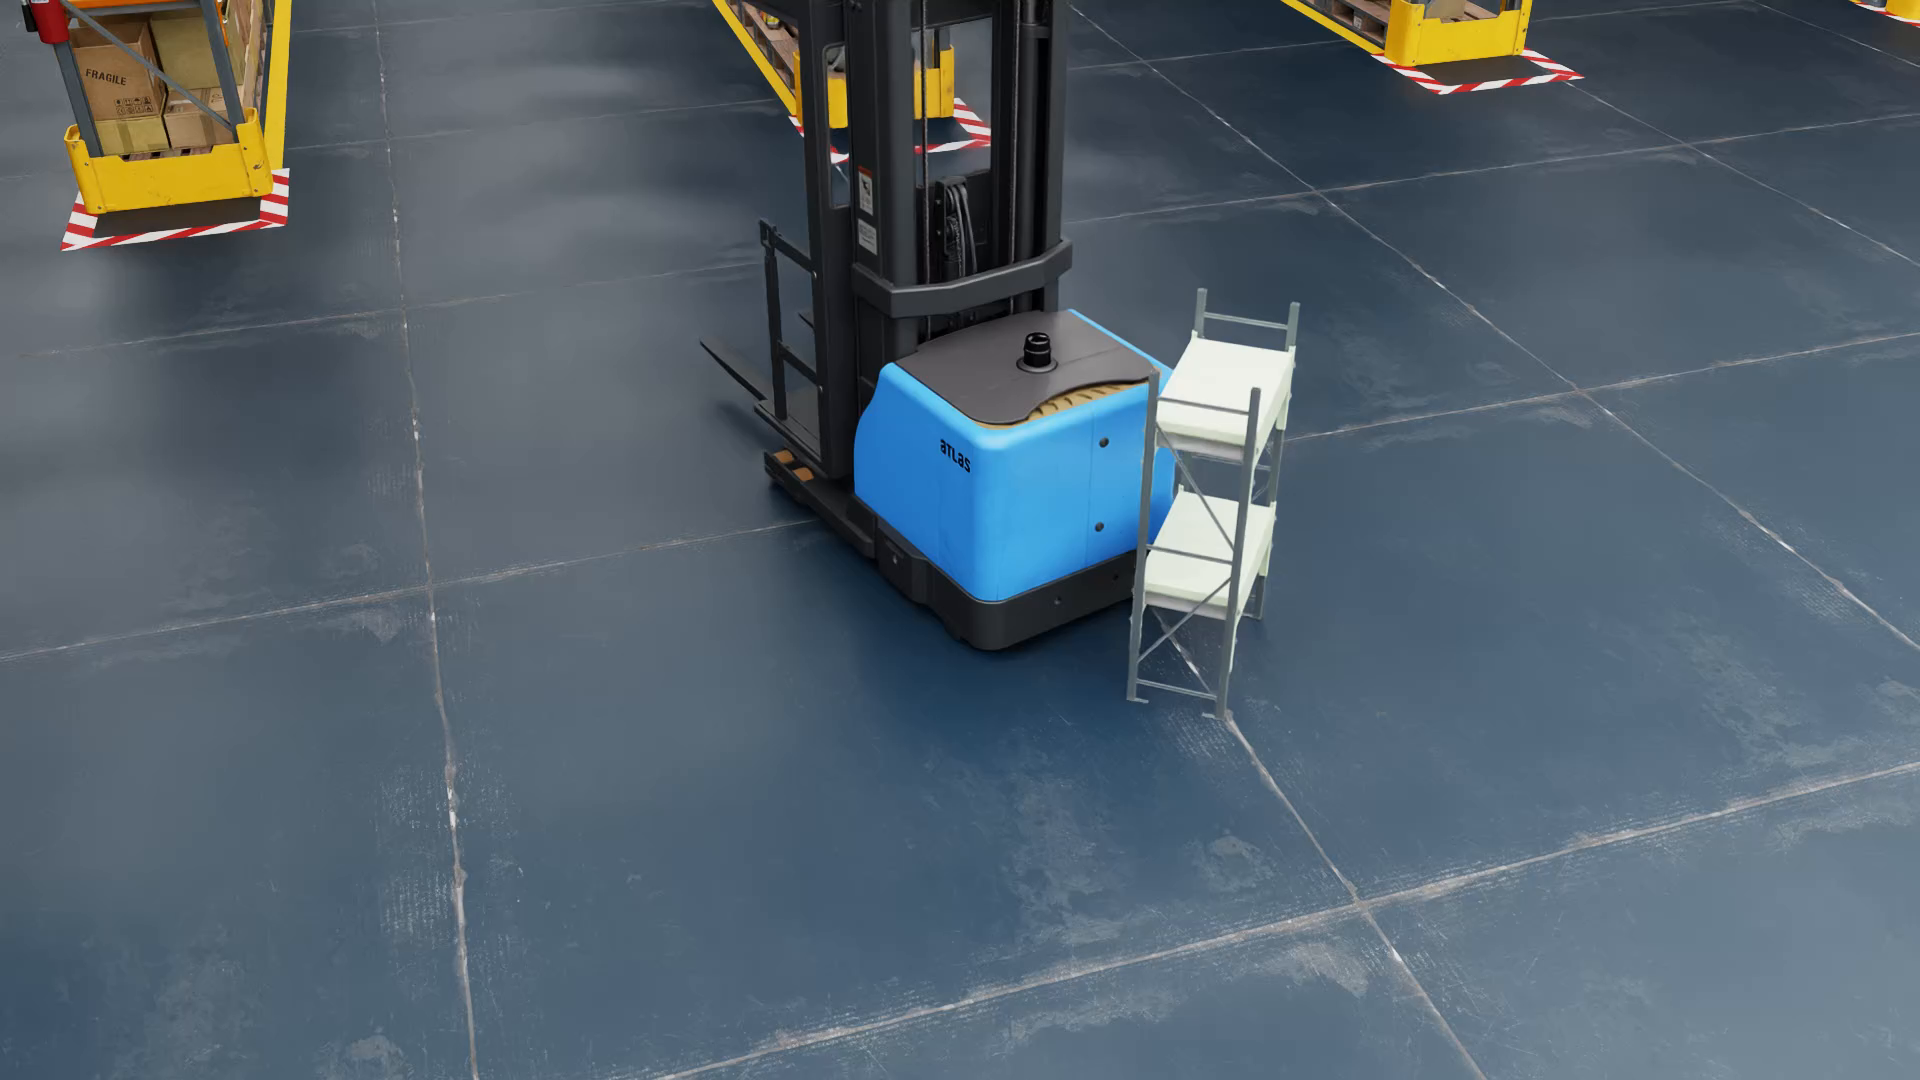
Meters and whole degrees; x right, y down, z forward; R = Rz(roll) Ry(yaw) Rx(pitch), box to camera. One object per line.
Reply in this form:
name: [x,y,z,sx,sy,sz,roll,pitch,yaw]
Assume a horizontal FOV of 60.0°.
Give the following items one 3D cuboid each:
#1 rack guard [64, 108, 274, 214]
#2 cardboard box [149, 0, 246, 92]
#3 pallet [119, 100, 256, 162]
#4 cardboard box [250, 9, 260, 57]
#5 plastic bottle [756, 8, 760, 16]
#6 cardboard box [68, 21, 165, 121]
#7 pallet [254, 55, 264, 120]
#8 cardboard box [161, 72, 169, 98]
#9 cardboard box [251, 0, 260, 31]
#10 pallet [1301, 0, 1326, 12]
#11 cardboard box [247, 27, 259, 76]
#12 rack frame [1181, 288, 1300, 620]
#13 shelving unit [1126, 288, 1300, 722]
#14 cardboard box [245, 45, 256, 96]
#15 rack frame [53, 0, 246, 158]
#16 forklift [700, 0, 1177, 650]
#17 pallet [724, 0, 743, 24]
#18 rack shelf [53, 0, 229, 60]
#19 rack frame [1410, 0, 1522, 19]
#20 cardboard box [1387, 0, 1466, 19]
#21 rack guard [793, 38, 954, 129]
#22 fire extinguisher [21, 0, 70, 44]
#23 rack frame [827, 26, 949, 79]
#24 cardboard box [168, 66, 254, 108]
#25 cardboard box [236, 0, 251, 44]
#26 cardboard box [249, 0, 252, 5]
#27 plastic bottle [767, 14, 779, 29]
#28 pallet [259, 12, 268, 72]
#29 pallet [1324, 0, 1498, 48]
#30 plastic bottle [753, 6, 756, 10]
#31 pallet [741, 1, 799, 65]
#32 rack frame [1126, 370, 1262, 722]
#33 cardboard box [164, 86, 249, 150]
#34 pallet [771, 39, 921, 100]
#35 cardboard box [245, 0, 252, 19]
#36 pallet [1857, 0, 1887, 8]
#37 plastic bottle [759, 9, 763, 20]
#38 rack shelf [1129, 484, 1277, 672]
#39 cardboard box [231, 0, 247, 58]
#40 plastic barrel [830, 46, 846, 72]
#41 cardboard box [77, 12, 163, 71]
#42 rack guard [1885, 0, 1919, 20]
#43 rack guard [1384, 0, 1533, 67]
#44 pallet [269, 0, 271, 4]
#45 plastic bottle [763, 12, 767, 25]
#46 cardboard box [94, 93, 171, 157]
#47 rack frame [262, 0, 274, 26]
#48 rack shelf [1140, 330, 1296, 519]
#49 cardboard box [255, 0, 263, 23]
rack guard: [-5.283,-2.548,11.152,1.175,0.500,0.348,-10,35,-15]
cardboard box: [-5.397,-3.525,11.797,0.500,0.500,0.500,-10,35,-15]
pallet: [-5.564,-2.834,11.848,1.003,0.211,1.213,-10,35,-15]
cardboard box: [-5.852,-4.001,13.197,0.500,0.250,0.500,-10,35,-15]
plastic bottle: [-1.643,-4.582,14.035,0.152,0.276,0.135,-11,35,-16]
cardboard box: [-5.738,-3.176,11.268,0.500,0.500,0.500,-10,35,-15]
pallet: [-5.932,-3.474,12.816,1.003,0.211,1.213,-10,35,-15]
cardboard box: [-5.900,-3.124,11.870,0.500,0.250,0.500,-10,35,-15]
cardboard box: [-6.018,-4.261,13.590,0.500,0.250,0.500,-10,35,-15]
pallet: [3.539,-5.216,15.452,1.003,0.211,1.213,-10,35,-15]
cardboard box: [-5.698,-3.738,12.799,0.500,0.250,0.500,-10,35,-15]
rack frame: [1.120,-0.320,6.873,0.400,1.500,0.023,11,35,17]
shelving unit: [0.994,-0.130,6.587,0.431,1.500,0.755,11,35,17]
cardboard box: [-5.551,-3.475,12.401,0.500,0.250,0.500,-10,35,-15]
rack frame: [-5.291,-3.603,10.482,1.000,3.000,0.127,-10,35,-15]
forklift: [-0.298,-1.536,7.416,1.130,2.935,3.031,-20,38,-27]
pallet: [-1.627,-5.011,15.143,1.003,0.211,1.213,-10,35,-15]
rack shelf: [-5.901,-4.353,12.270,1.077,0.370,4.000,-10,35,-15]
rack frame: [4.145,-5.267,13.000,1.000,3.000,0.127,-10,35,-15]
cardboard box: [3.970,-4.730,14.074,0.500,0.500,0.500,-4,34,-6]
rack guard: [-0.640,-3.423,12.477,1.175,0.500,0.348,-10,35,-15]
fire extinguisher: [-5.697,-3.431,10.291,0.296,0.674,0.183,-10,35,-15]
rack frame: [-0.572,-4.434,11.740,1.000,3.000,0.127,-10,35,-15]
cardboard box: [-5.398,-3.212,12.004,0.500,0.250,0.500,-10,35,-15]
cardboard box: [-5.697,-4.051,12.593,0.500,0.500,0.500,-10,35,-15]
cardboard box: [-6.020,-4.573,13.383,0.500,0.500,0.500,-10,35,-15]
plastic bottle: [-1.550,-4.341,13.738,0.097,0.201,0.097,0,33,0]
pallet: [-6.308,-4.116,13.787,1.003,0.211,1.213,-10,35,-15]
pallet: [3.907,-4.576,14.484,1.003,0.211,1.213,-10,35,-15]
plastic bottle: [-1.697,-4.699,14.145,0.144,0.351,0.185,-9,34,-13]
pallet: [-1.251,-4.370,14.172,1.003,0.211,1.213,-10,35,-15]
rack frame: [0.868,0.059,6.300,0.400,1.500,0.023,11,35,17]
cardboard box: [-5.242,-2.950,11.607,0.500,0.250,0.500,-10,35,-15]
pallet: [-0.883,-3.730,13.204,1.003,0.211,1.213,-10,35,-15]
cardboard box: [-5.864,-4.311,12.987,0.500,0.500,0.500,-10,35,-15]
pallet: [8.581,-5.292,15.567,1.003,0.211,1.213,-10,35,-15]
plastic bottle: [-1.601,-4.509,13.924,0.152,0.276,0.135,-10,35,-14]
rack shelf: [0.994,0.142,6.766,0.431,0.370,0.720,11,35,17]
cardboard box: [-5.562,-3.786,12.191,0.500,0.500,0.500,-10,35,-15]
plastic barrel: [-0.846,-3.904,12.813,0.421,0.512,0.421,0,33,0]
cardboard box: [-6.057,-3.698,12.059,0.500,0.500,0.500,-10,35,-15]
rack guard: [8.906,-4.993,14.852,1.175,0.500,0.348,-10,35,-15]
rack guard: [4.121,-4.264,13.750,1.175,0.500,0.348,-10,35,-15]
pallet: [-6.773,-4.920,15.005,1.003,0.211,1.213,-10,35,-15]
plastic bottle: [-1.603,-4.433,13.803,0.061,0.283,0.133,-9,35,-14]
cardboard box: [-5.736,-2.863,11.475,0.500,0.250,0.500,-10,35,-15]
rack frame: [-6.511,-5.703,13.660,1.000,3.000,0.127,-10,35,-15]
rack shelf: [0.994,-0.456,6.372,0.431,0.370,0.720,11,35,17]
cardboard box: [-6.161,-4.525,13.990,0.500,0.250,0.500,-10,35,-15]
